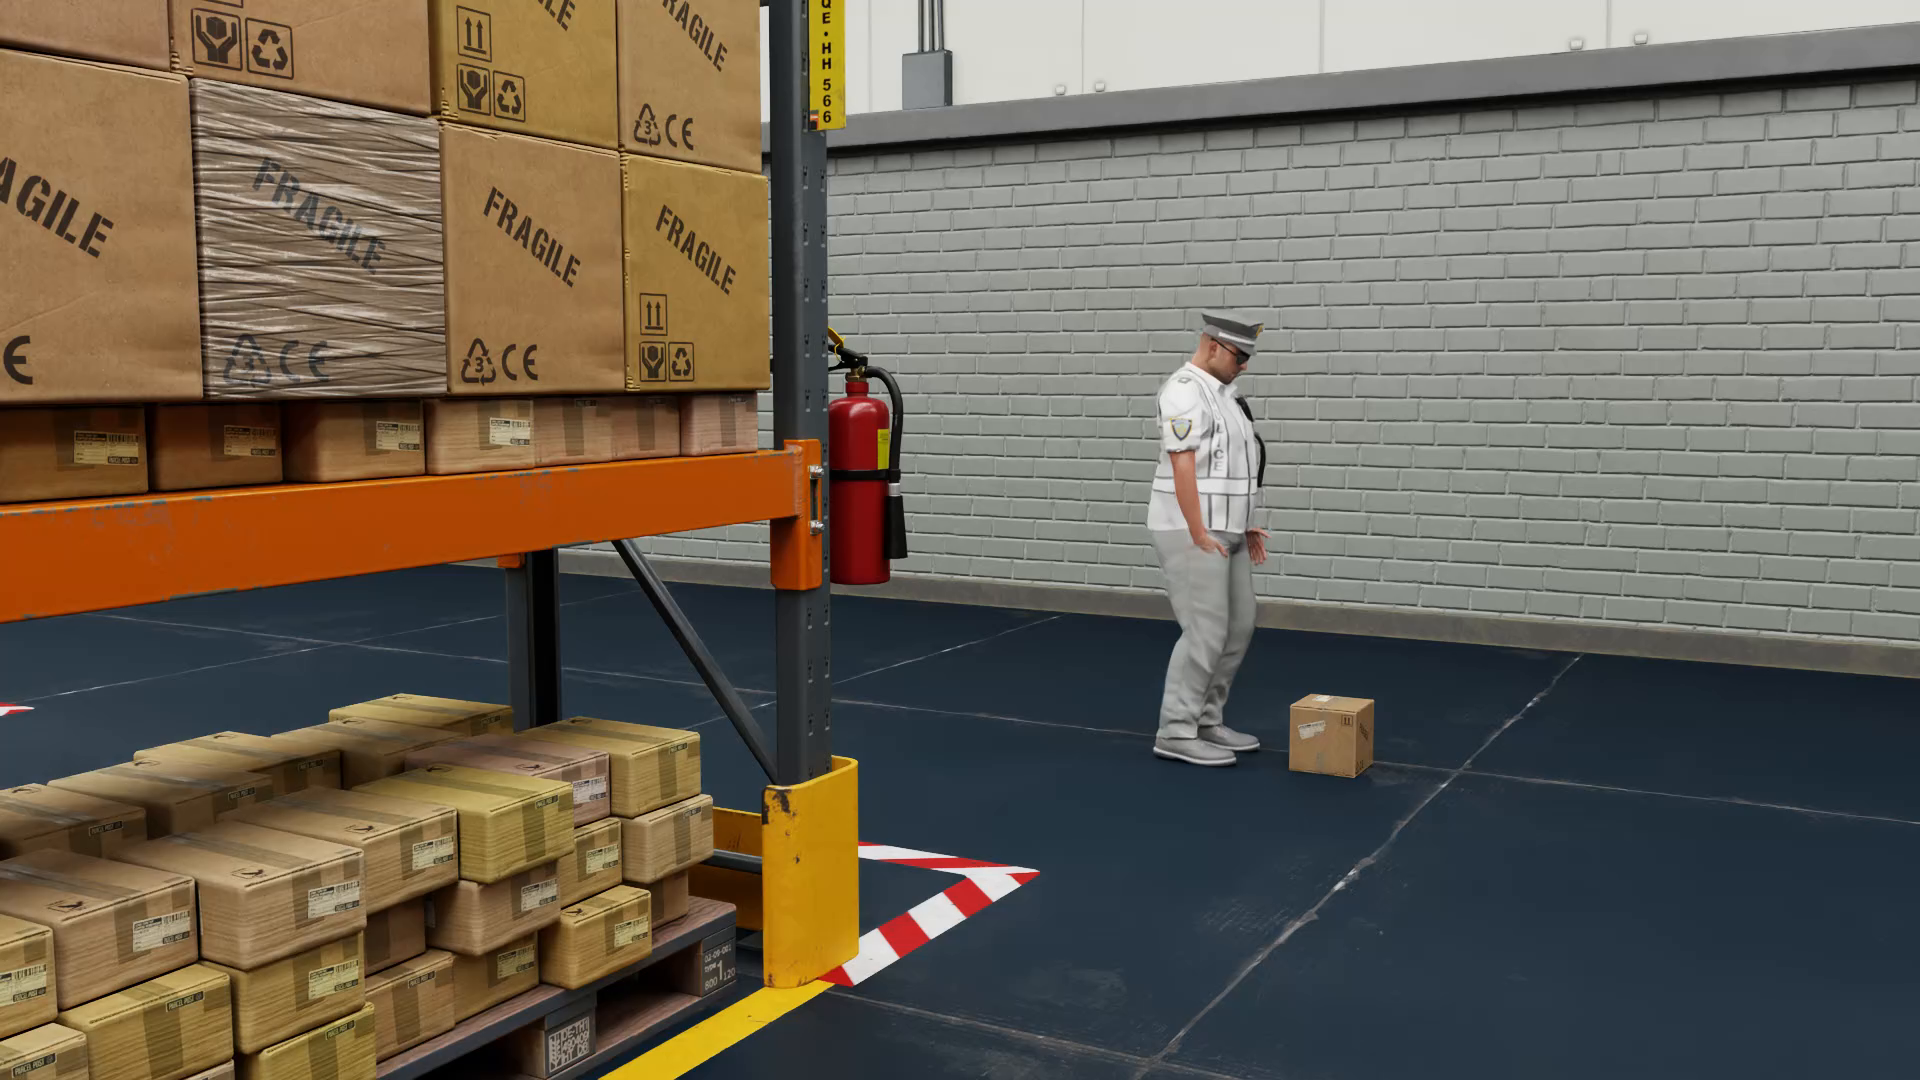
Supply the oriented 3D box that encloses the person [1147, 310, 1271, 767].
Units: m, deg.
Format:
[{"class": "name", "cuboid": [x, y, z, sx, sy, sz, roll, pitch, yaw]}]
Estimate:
[{"class": "person", "cuboid": [0.963, -0.021, 6.462, 0.407, 1.729, 0.540, 3, 7, 30]}]
